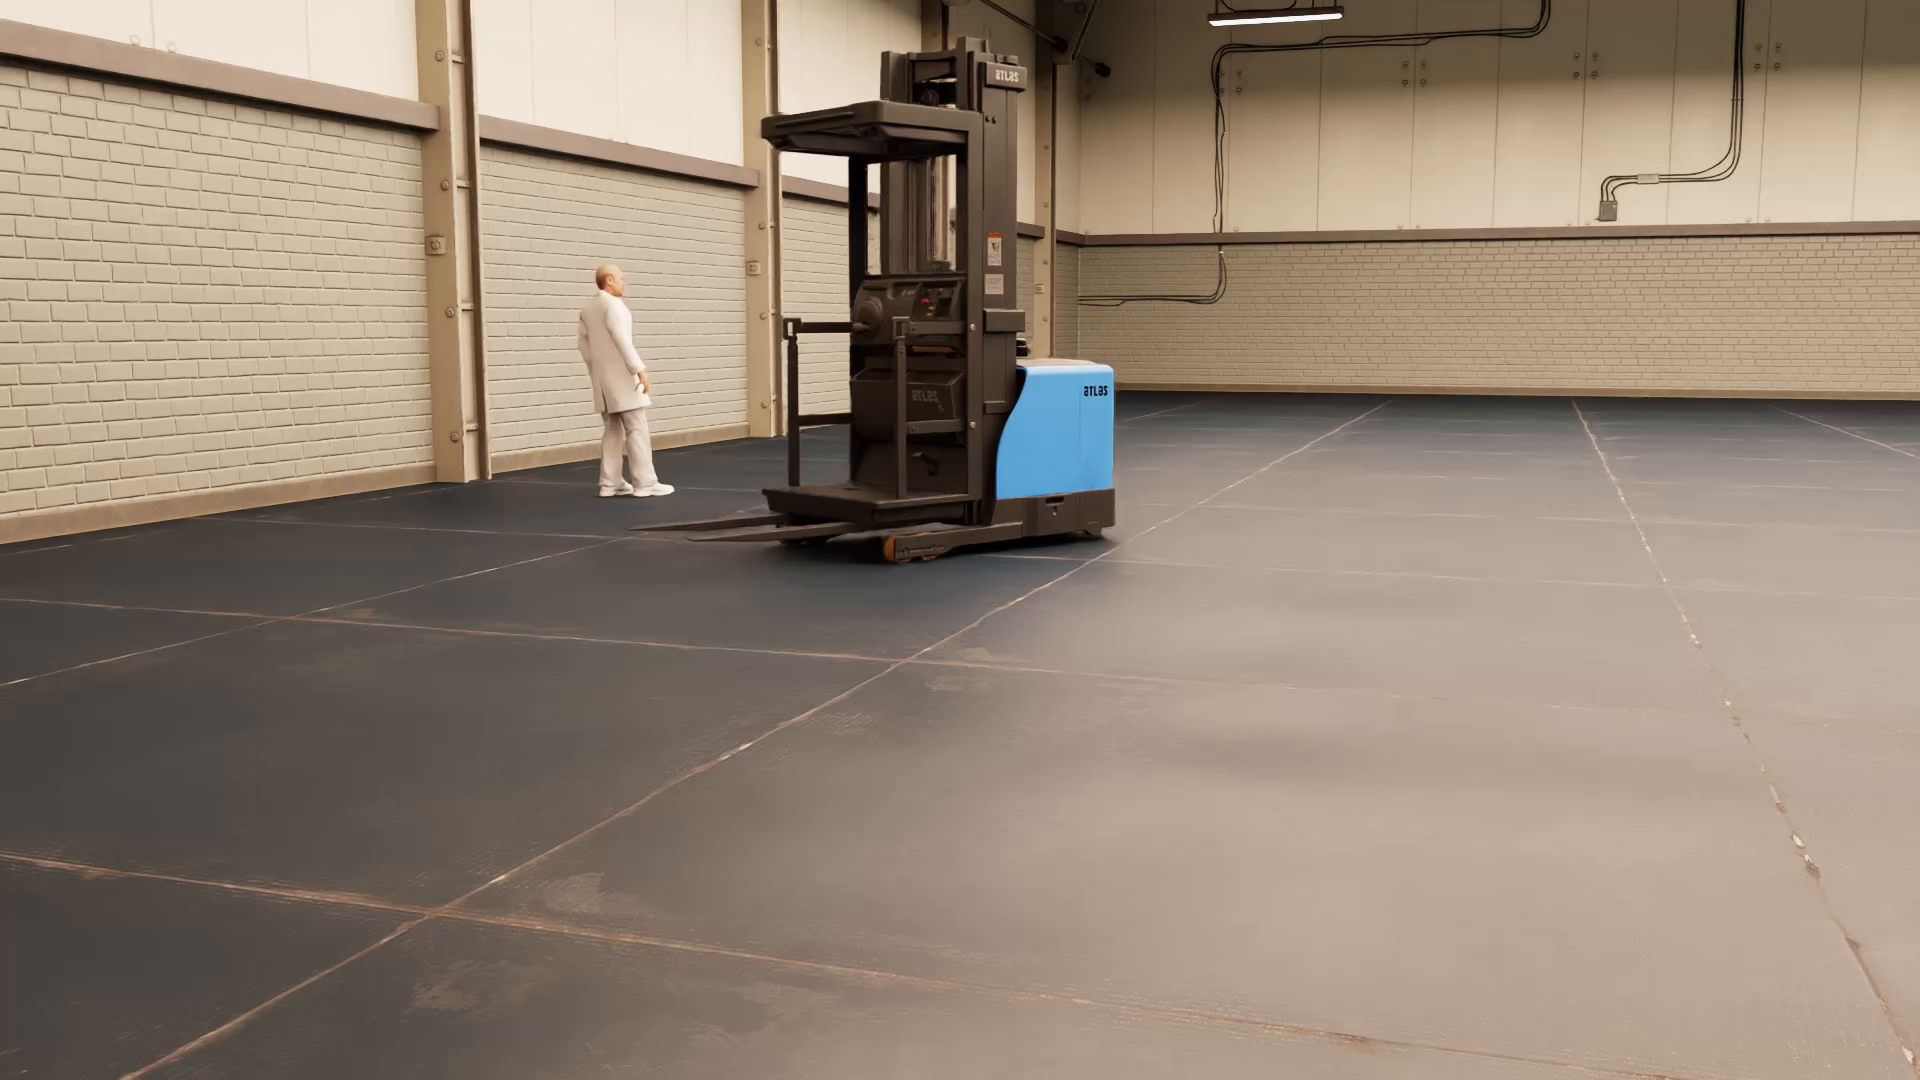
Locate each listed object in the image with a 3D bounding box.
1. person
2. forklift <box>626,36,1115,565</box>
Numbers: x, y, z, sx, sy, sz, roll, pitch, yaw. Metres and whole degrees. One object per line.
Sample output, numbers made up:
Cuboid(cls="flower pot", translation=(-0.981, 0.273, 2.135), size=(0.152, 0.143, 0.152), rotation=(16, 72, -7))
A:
Cuboid(cls="person", translation=(-2.581, -1.232, 12.865), size=(0.749, 1.778, 0.561), rotation=(7, 10, 43))
Cuboid(cls="forklift", translation=(-0.465, -1.392, 9.614), size=(3.031, 2.935, 1.130), rotation=(-7, 10, -42))
